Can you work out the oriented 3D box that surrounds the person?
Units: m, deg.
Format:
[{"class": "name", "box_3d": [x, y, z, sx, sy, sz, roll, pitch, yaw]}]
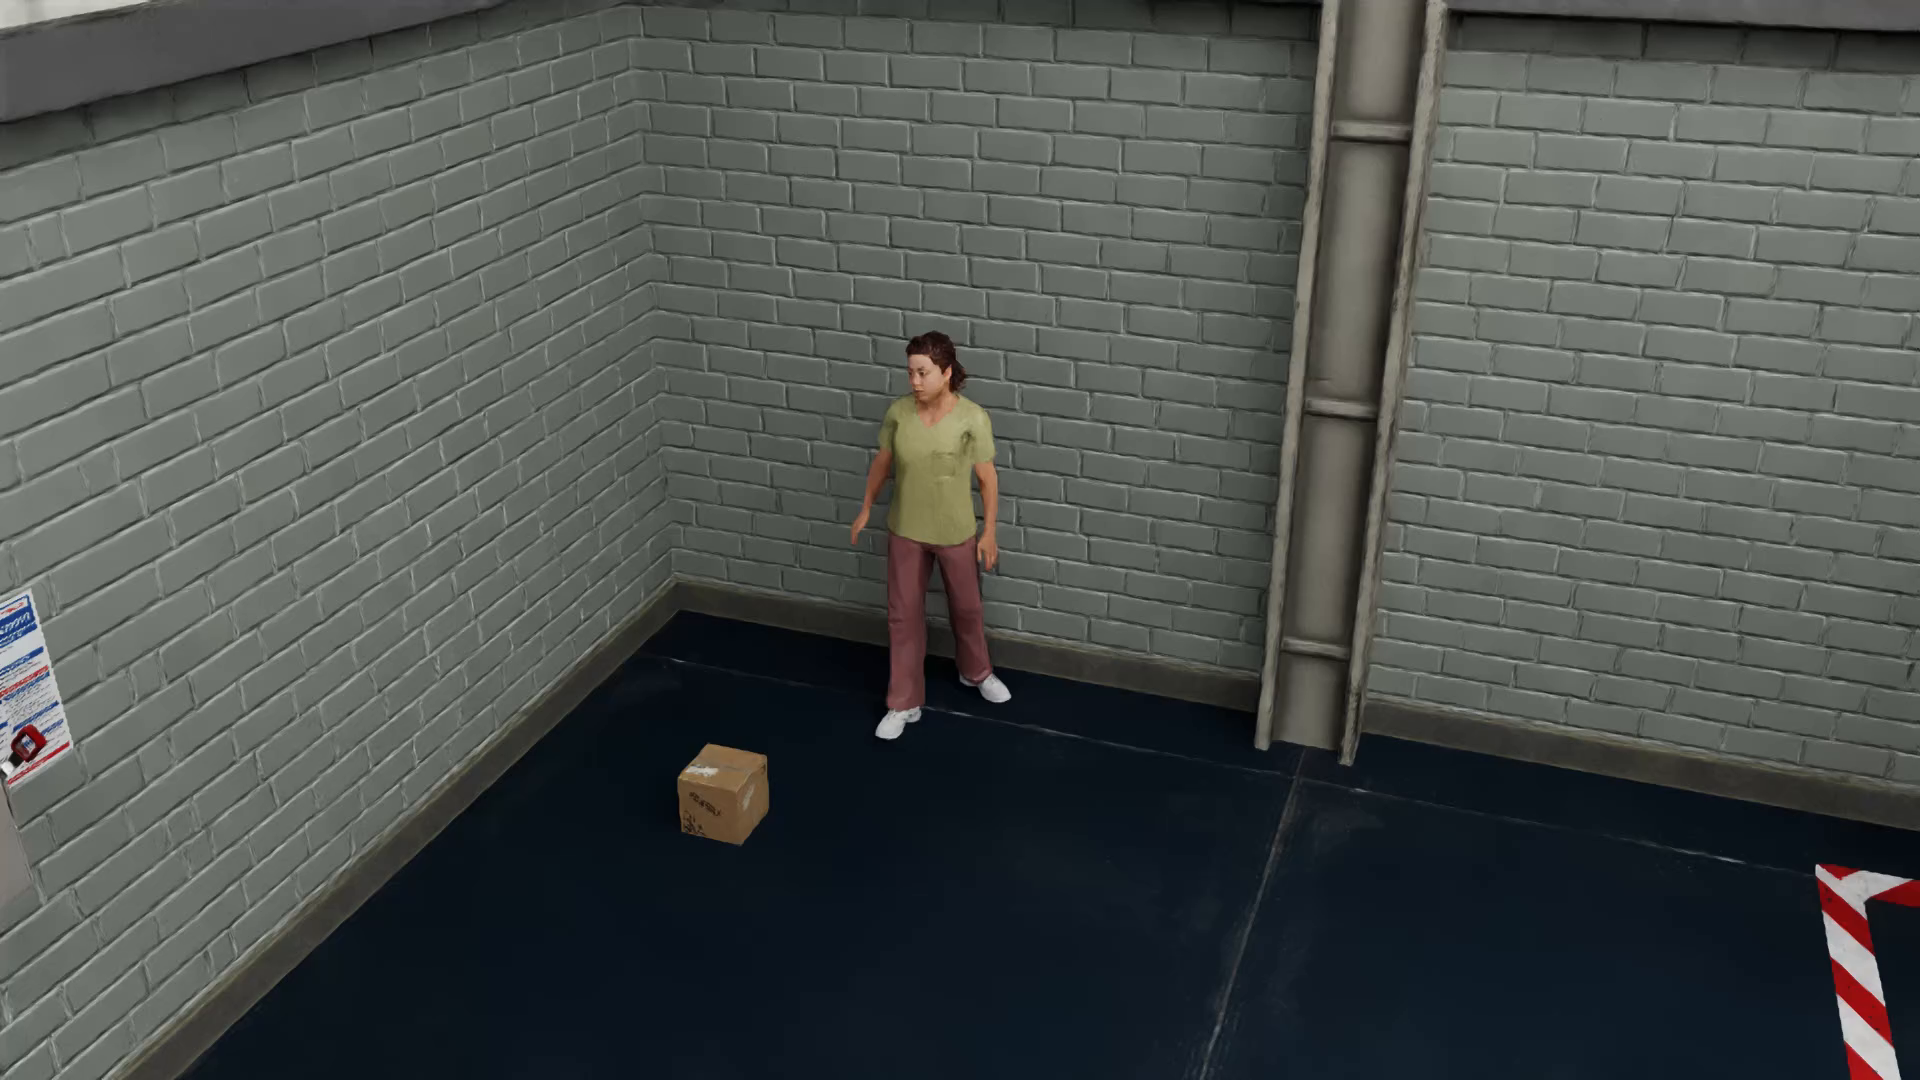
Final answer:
[{"class": "person", "box_3d": [-0.131, -0.022, 6.662, 0.661, 1.653, 0.621, 6, 26, 12]}]
